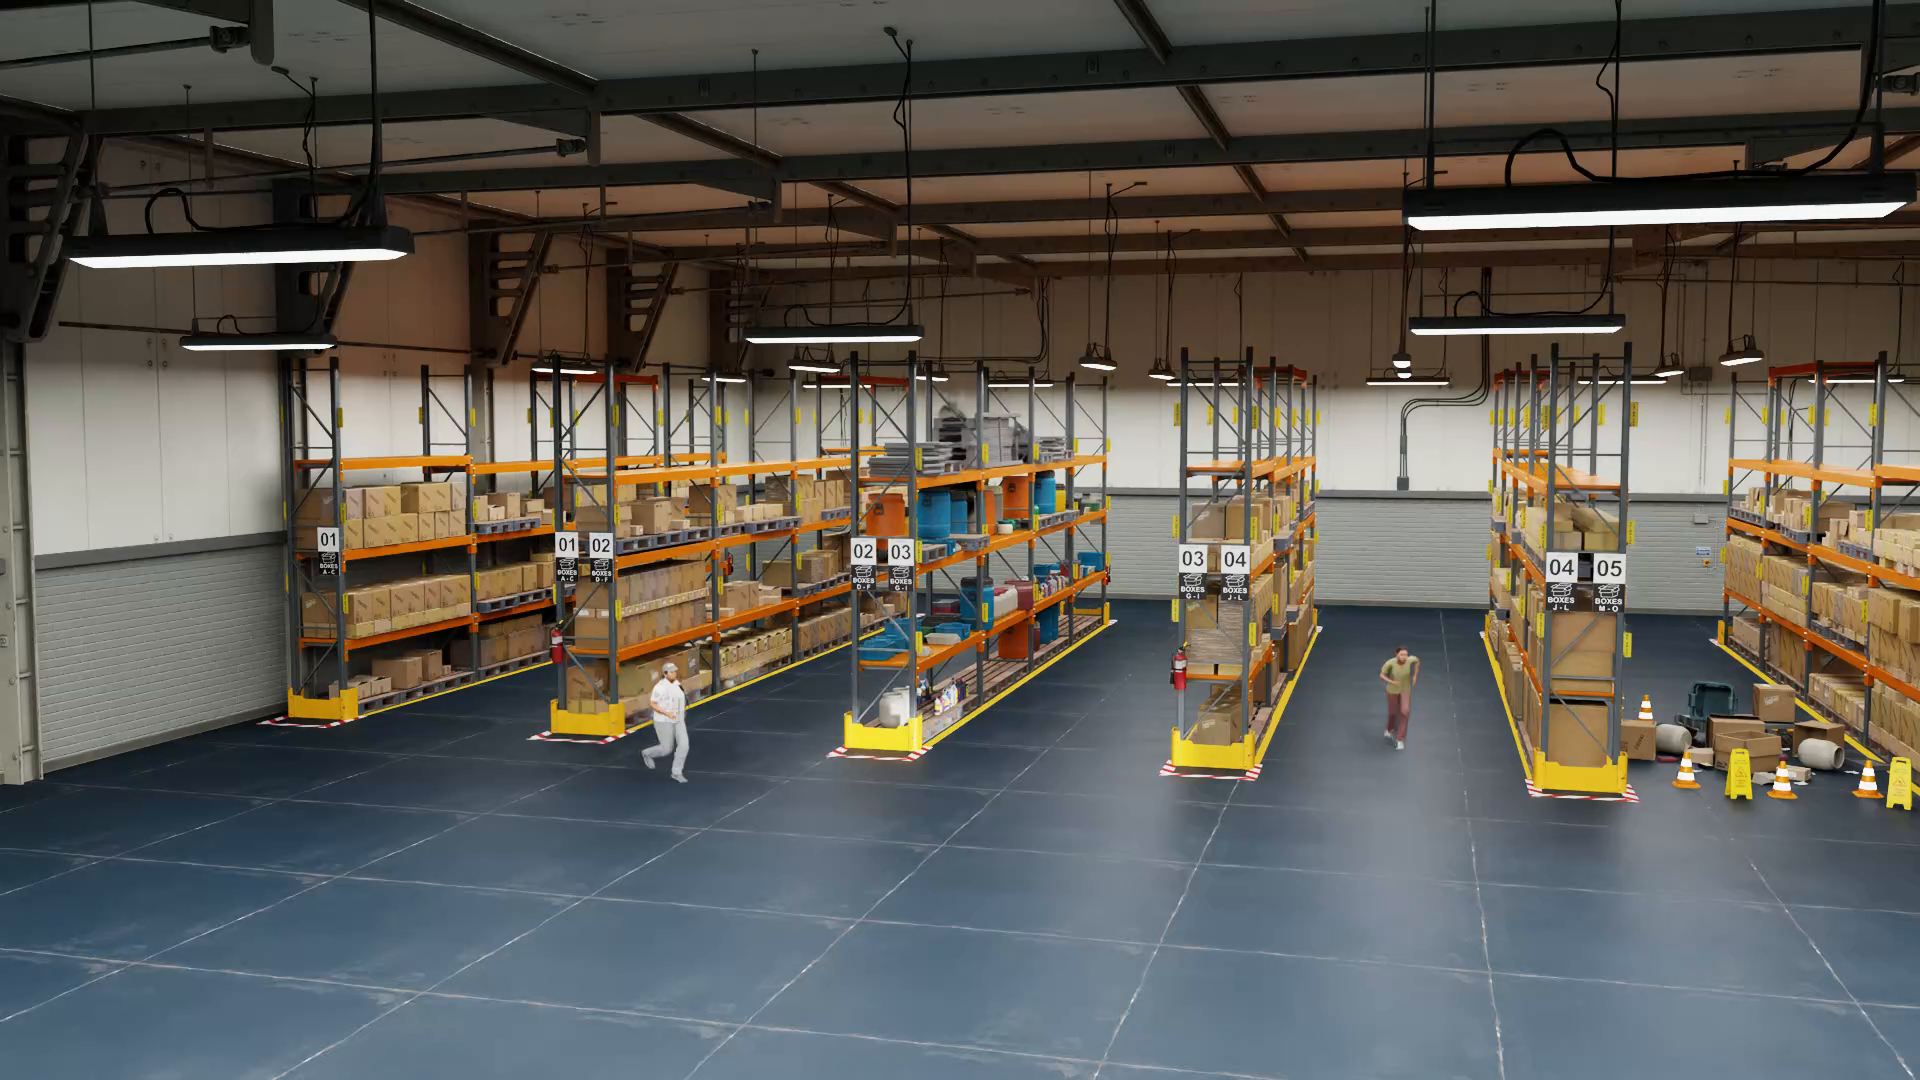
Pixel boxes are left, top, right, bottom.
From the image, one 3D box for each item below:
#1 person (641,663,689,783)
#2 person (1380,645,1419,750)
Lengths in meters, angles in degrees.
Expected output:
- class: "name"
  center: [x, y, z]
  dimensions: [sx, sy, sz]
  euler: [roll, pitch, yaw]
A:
- class: "person"
  center: [-4.059, 2.520, 23.026]
  dimensions: [0.750, 1.665, 0.616]
  euler: [3, 5, 34]
- class: "person"
  center: [6.693, 2.369, 25.440]
  dimensions: [0.617, 1.625, 0.929]
  euler: [0, 4, 2]
